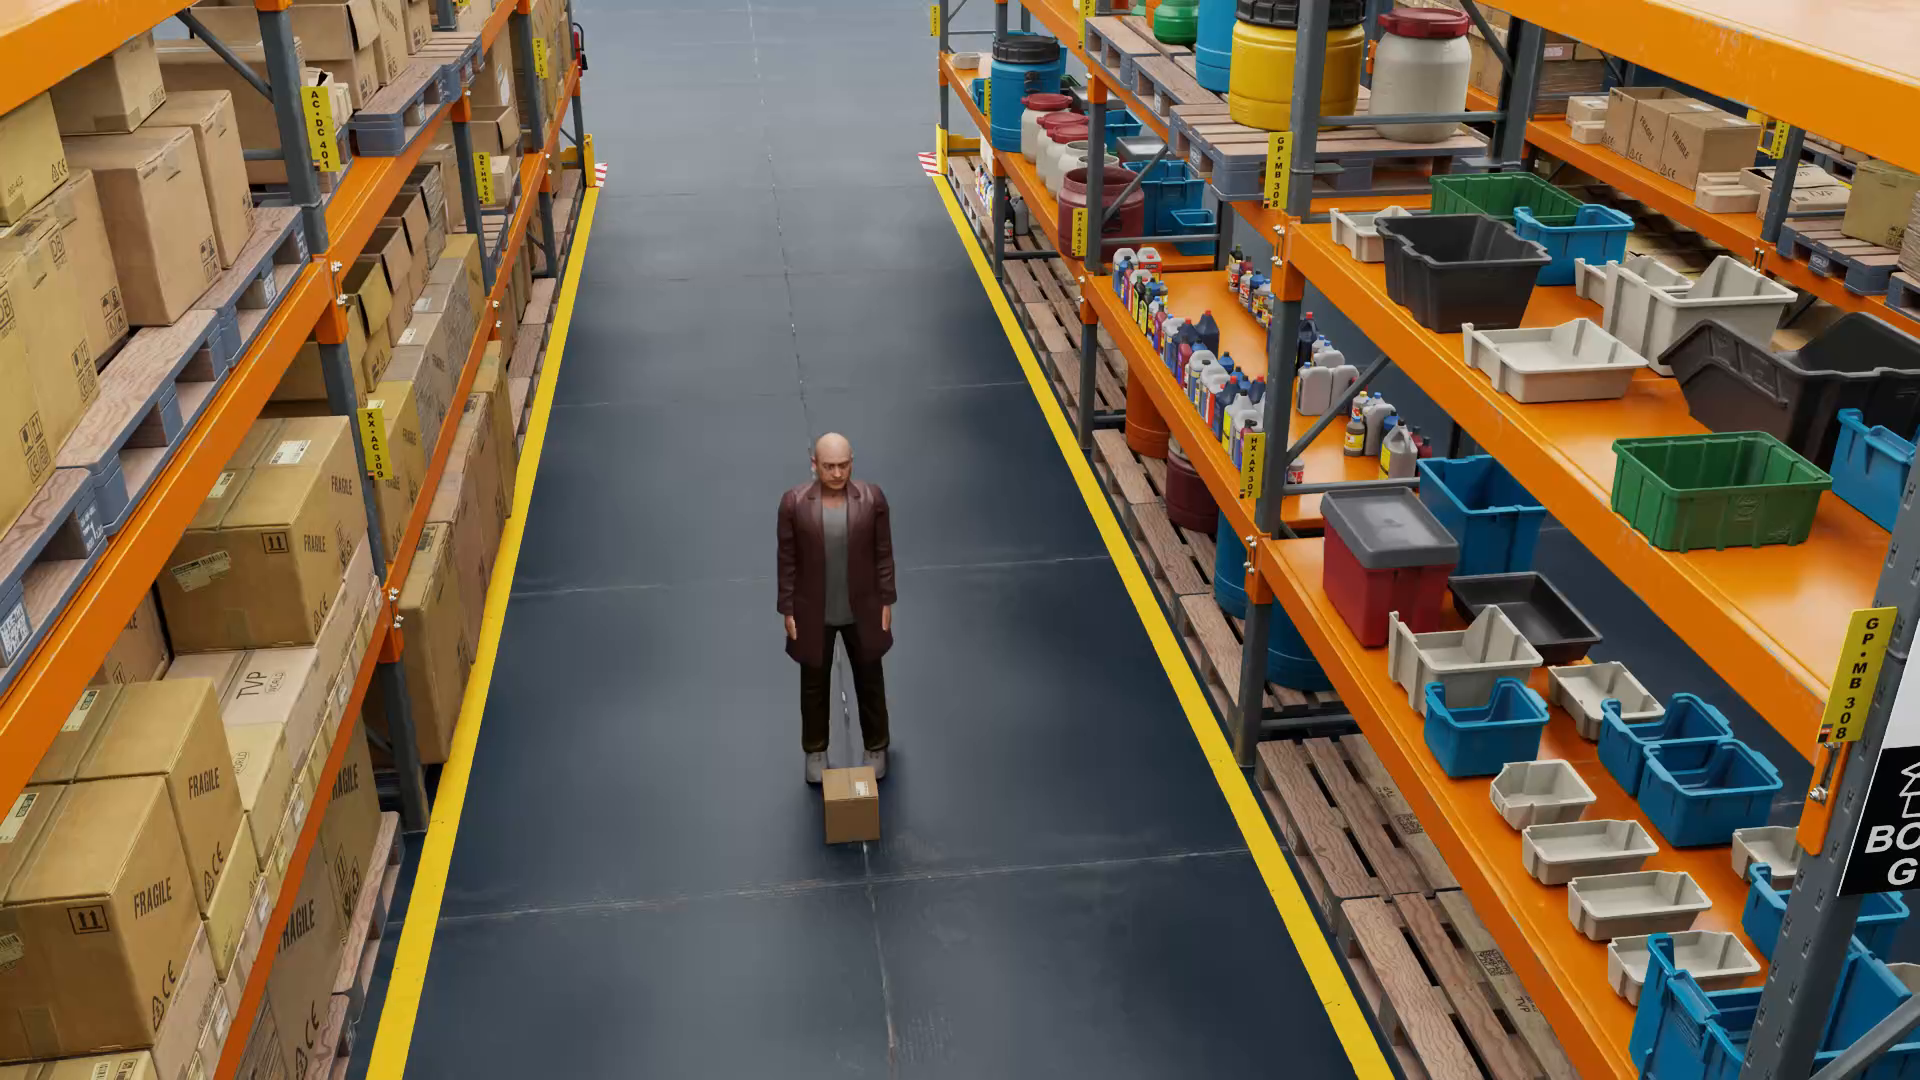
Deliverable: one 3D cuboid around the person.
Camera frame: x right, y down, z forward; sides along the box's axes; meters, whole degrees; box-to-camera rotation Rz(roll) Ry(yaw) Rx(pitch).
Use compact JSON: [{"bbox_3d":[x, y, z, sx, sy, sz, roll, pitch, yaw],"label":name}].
[{"bbox_3d":[-0.587,0.129,7.871,0.581,0.912,0.323,-3,27,-6],"label":"person"}]
